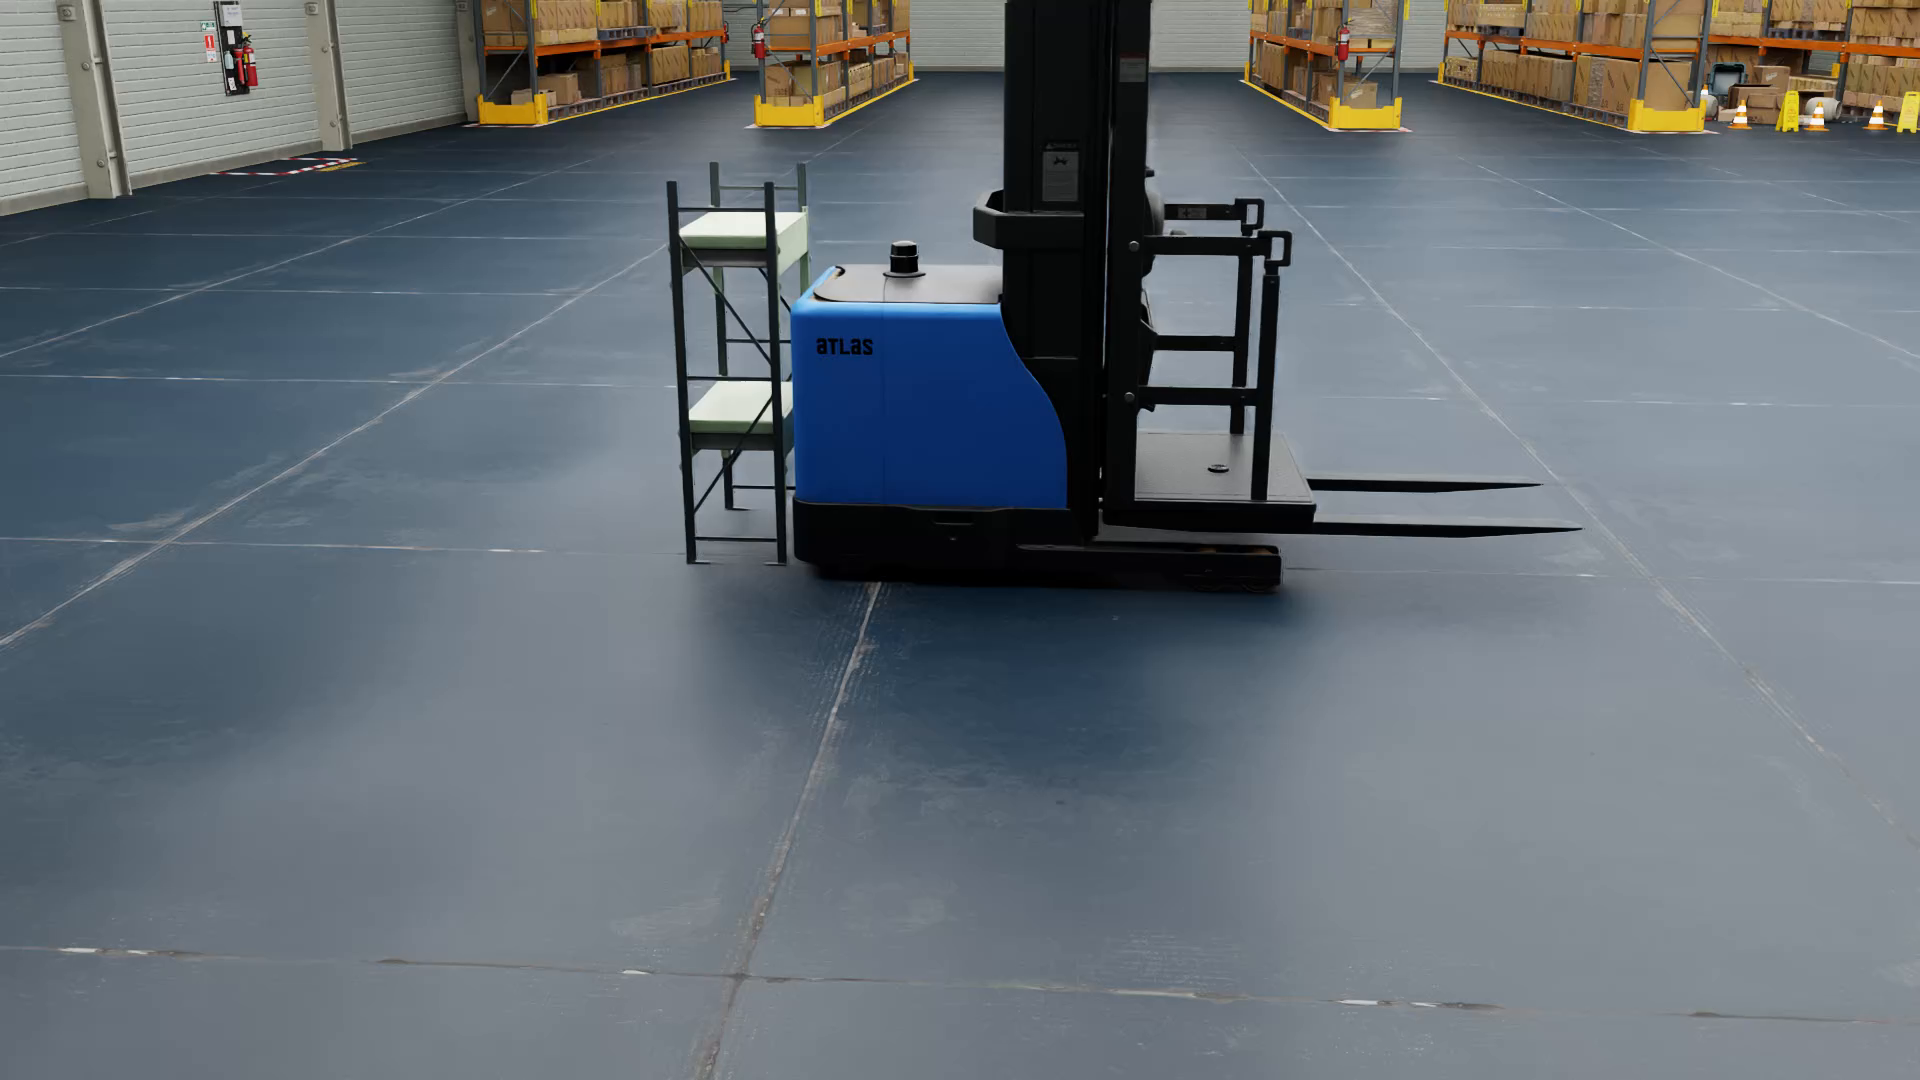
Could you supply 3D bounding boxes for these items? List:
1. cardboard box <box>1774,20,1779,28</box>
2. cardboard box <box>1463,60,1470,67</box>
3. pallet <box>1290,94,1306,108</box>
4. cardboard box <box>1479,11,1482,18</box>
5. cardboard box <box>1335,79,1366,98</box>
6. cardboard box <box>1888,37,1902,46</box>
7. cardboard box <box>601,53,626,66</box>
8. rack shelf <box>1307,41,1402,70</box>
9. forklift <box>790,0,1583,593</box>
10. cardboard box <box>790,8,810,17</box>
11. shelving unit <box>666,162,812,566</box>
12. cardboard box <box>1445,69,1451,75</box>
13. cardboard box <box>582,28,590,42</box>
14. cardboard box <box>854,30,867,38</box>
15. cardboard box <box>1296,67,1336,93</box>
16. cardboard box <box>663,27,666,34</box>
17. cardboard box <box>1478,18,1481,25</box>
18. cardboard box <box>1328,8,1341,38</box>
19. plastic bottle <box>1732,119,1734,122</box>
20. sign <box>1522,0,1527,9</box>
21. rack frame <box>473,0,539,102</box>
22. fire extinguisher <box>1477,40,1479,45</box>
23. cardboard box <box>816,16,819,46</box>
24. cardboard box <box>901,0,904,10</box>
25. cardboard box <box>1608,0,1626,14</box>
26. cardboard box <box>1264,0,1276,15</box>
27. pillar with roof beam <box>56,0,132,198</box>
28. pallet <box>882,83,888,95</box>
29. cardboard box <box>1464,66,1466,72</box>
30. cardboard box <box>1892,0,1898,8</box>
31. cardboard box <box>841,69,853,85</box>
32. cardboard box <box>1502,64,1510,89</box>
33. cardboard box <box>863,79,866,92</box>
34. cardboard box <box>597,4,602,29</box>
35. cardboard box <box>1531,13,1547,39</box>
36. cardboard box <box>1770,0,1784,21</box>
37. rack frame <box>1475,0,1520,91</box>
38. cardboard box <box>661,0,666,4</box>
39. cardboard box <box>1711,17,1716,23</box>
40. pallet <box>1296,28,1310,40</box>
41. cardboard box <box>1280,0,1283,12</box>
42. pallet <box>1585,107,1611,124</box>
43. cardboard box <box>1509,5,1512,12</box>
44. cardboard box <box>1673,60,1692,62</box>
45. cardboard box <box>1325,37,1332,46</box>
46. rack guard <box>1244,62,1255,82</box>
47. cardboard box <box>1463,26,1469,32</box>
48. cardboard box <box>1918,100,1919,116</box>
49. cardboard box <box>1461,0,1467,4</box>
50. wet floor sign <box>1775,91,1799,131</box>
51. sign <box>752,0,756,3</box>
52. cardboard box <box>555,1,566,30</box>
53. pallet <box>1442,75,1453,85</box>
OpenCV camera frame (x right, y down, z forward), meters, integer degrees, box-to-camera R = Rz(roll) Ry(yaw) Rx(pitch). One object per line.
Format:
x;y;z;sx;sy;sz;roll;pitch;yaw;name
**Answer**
17.154;-10.708;34.514;0.380;0.149;0.250;0;18;1;cardboard box
12.484;-11.613;40.494;0.380;0.149;0.250;0;18;1;cardboard box
7.331;-9.000;34.051;1.003;0.211;1.213;1;18;4;pallet
12.218;-12.155;38.454;0.380;0.149;0.250;2;18;5;cardboard box
7.039;-8.047;30.003;0.500;0.500;0.500;3;18;9;cardboard box
16.642;-8.796;29.354;0.380;0.149;0.250;1;18;4;cardboard box
-7.446;-10.255;35.505;0.500;0.250;0.500;2;18;5;cardboard box
7.048;-8.740;29.935;1.077;0.370;4.000;1;18;4;rack shelf
0.893;-1.365;6.381;3.031;2.935;1.130;1;18;4;forklift
-2.733;-9.156;28.847;0.380;0.149;0.250;1;18;4;cardboard box
-0.862;-0.731;6.745;0.431;1.500;0.755;1;18;4;shelving unit
12.635;-11.978;42.563;0.380;0.149;0.250;2;18;5;cardboard box
-7.406;-9.665;31.810;0.500;0.250;0.500;1;18;4;cardboard box
-2.191;-10.763;35.357;0.380;0.149;0.250;1;18;4;cardboard box
7.423;-9.586;34.668;0.700;0.500;0.500;0;18;-1;cardboard box
-6.990;-11.741;38.310;0.380;0.149;0.250;1;18;4;cardboard box
12.218;-12.014;38.500;0.380;0.149;0.250;0;18;1;cardboard box
6.888;-8.978;28.867;0.875;0.500;0.500;1;18;4;cardboard box
13.833;-7.451;29.563;0.133;0.061;0.283;-5;19;-15;plastic bottle
11.876;-11.325;34.937;0.100;0.325;0.005;1;18;4;sign
-7.917;-8.793;28.940;1.000;3.000;0.127;1;18;4;rack frame
13.470;-13.142;42.937;0.296;0.674;0.183;1;18;4;fire extinguisher
-2.897;-9.039;29.530;0.700;0.500;0.500;2;18;5;cardboard box
-1.691;-13.553;41.702;0.500;0.500;0.500;2;18;6;cardboard box
11.941;-9.529;29.212;0.875;0.550;0.500;1;18;4;cardboard box
7.531;-12.763;39.616;0.500;0.500;0.500;2;18;5;cardboard box
-5.296;-8.057;17.061;9.100;9.000;0.400;1;18;4;pillar with roof beam
-2.221;-10.452;38.481;1.003;0.211;1.213;1;18;4;pallet
12.573;-11.543;40.760;0.380;0.149;0.250;0;18;1;cardboard box
16.760;-9.537;28.967;0.700;0.500;0.500;1;18;4;cardboard box
-2.411;-9.208;33.048;0.500;0.311;0.500;1;18;4;cardboard box
12.246;-10.187;36.534;0.500;0.500;0.500;2;18;6;cardboard box
-2.269;-9.576;35.071;0.500;0.250;0.500;2;18;5;cardboard box
-7.560;-10.449;33.127;0.700;0.500;0.500;1;18;4;cardboard box
12.083;-10.560;34.172;0.500;0.500;0.500;1;18;3;cardboard box
17.100;-10.978;34.297;0.500;0.500;0.500;1;18;2;cardboard box
12.705;-12.046;38.868;1.000;3.000;0.127;1;18;4;rack frame
-6.984;-12.290;37.737;0.500;0.250;0.500;1;18;4;cardboard box
17.327;-11.840;37.678;0.500;0.250;0.500;2;18;5;cardboard box
7.377;-10.239;33.661;1.003;0.211;1.213;1;18;4;pallet
7.667;-12.301;37.874;0.797;0.503;0.637;1;18;5;cardboard box
11.914;-7.622;29.845;1.003;0.211;1.213;1;18;4;pallet
12.016;-11.407;35.692;0.380;0.149;0.250;1;18;3;cardboard box
17.865;-11.420;40.397;0.875;0.438;0.875;1;18;2;cardboard box
6.722;-8.903;29.680;0.380;0.149;0.250;1;18;4;cardboard box
8.054;-12.250;43.505;1.175;0.500;0.348;1;18;4;rack guard
12.532;-12.508;40.681;0.380;0.149;0.250;2;18;5;cardboard box
16.581;-7.397;28.423;0.500;0.250;0.500;1;18;4;cardboard box
12.572;-13.343;40.581;0.500;0.500;0.500;1;18;2;cardboard box
13.818;-7.147;27.698;0.267;0.644;0.232;-2;18;-6;wet floor sign
-3.516;-9.363;28.439;0.100;0.325;0.005;1;18;4;sign
-7.494;-9.543;30.233;0.500;0.500;0.500;1;18;2;cardboard box
12.893;-11.688;42.254;1.003;0.211;1.213;1;18;4;pallet
